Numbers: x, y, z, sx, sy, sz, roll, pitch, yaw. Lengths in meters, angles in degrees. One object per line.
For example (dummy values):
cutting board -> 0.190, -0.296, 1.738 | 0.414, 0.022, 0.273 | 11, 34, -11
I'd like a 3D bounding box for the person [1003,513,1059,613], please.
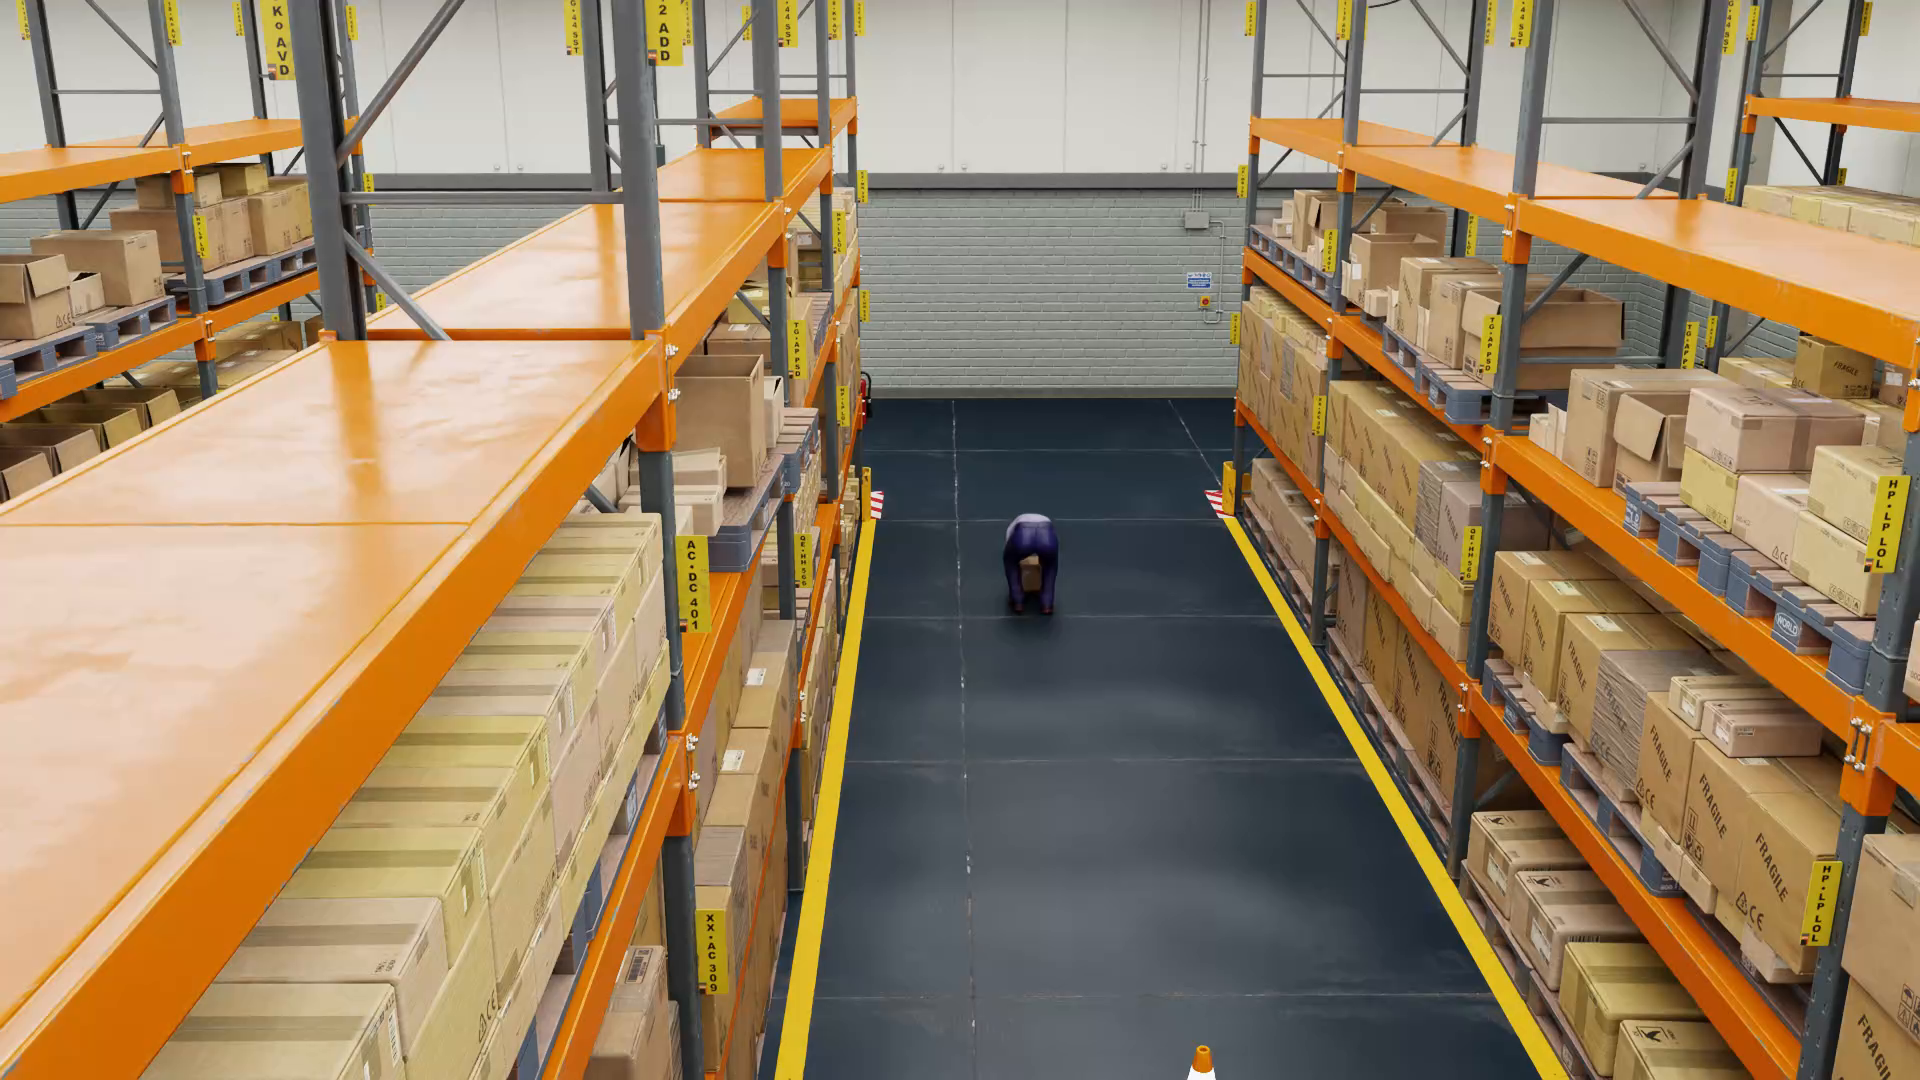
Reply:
person -> 0.631, 0.159, 14.880 | 0.502, 0.881, 0.898 | -1, 17, -3
